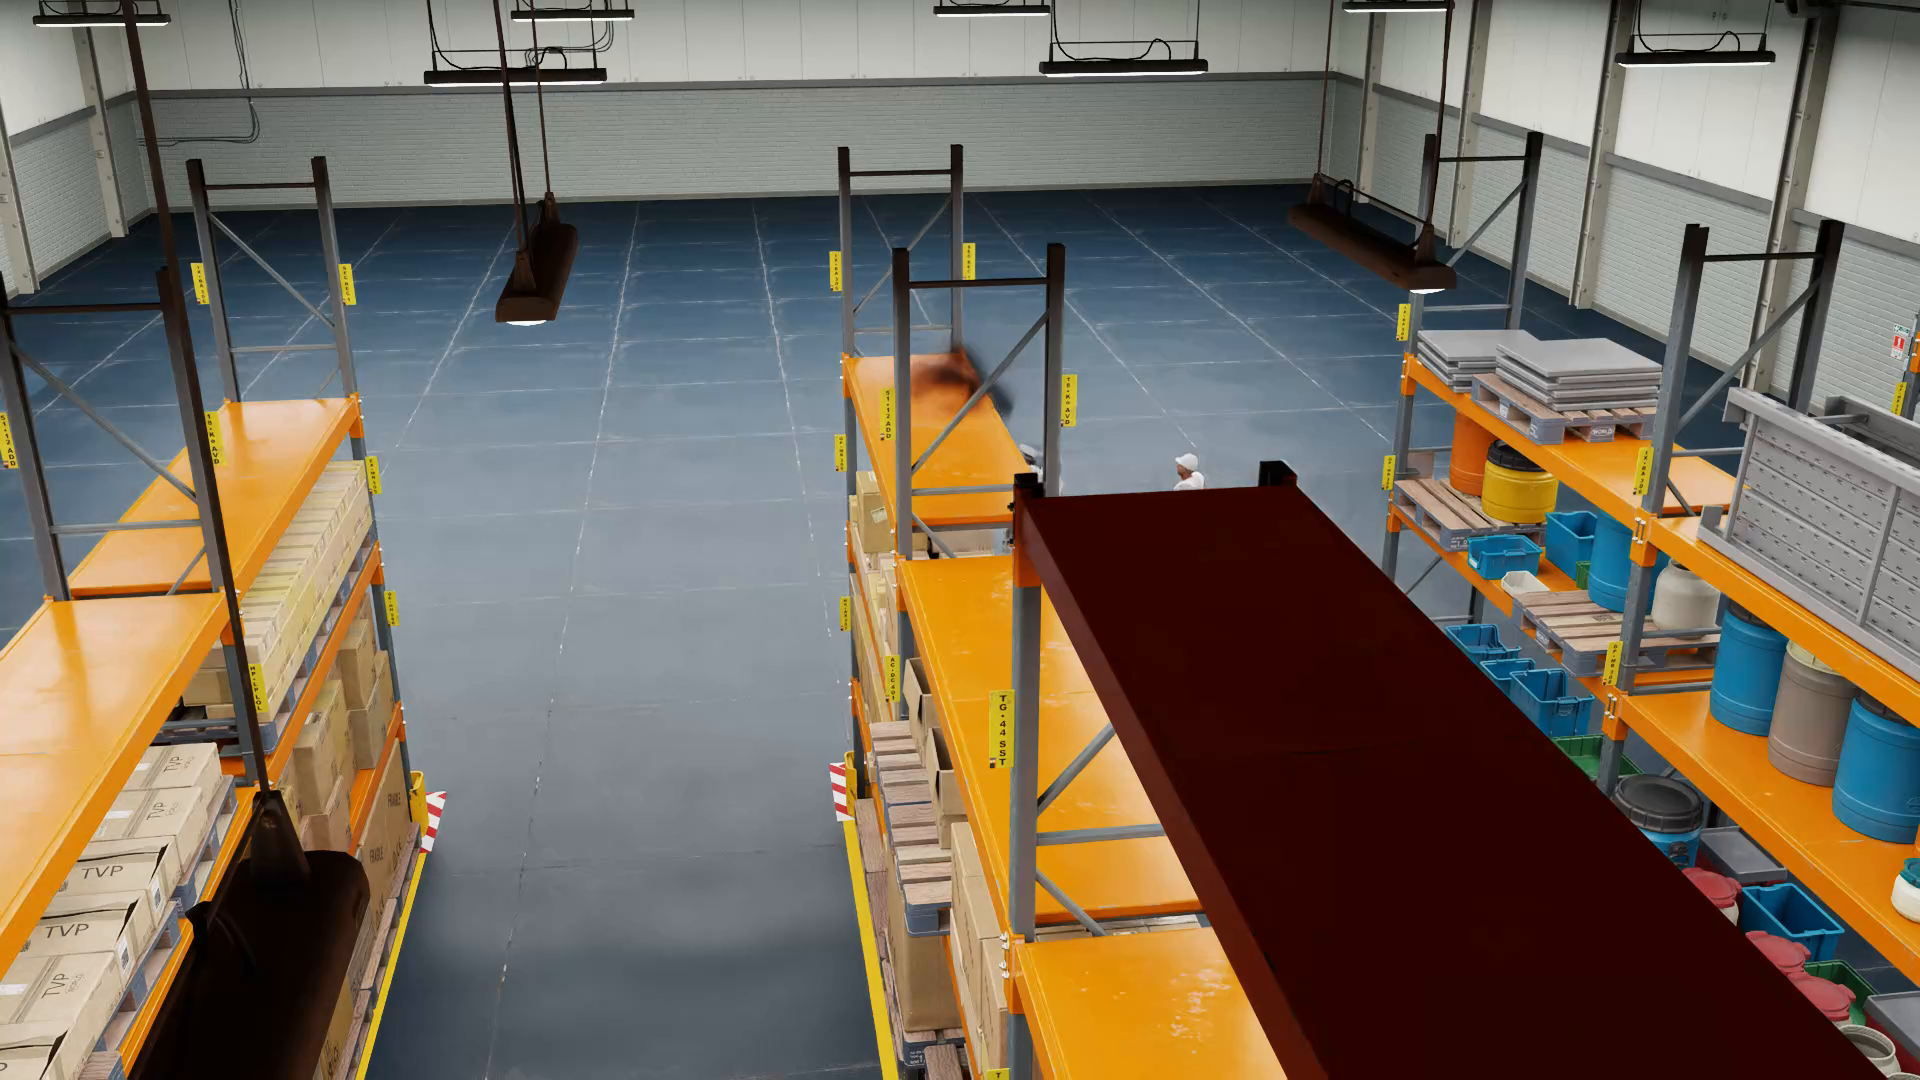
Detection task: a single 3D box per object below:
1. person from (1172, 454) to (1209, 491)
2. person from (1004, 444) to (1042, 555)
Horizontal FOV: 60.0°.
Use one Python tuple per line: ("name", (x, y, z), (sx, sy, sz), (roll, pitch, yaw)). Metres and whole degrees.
("person", (2.695, -0.173, 19.684), (0.797, 1.772, 0.687), (8, 23, 19))
("person", (0.779, -0.326, 20.148), (0.791, 1.741, 0.587), (4, 22, 11))
